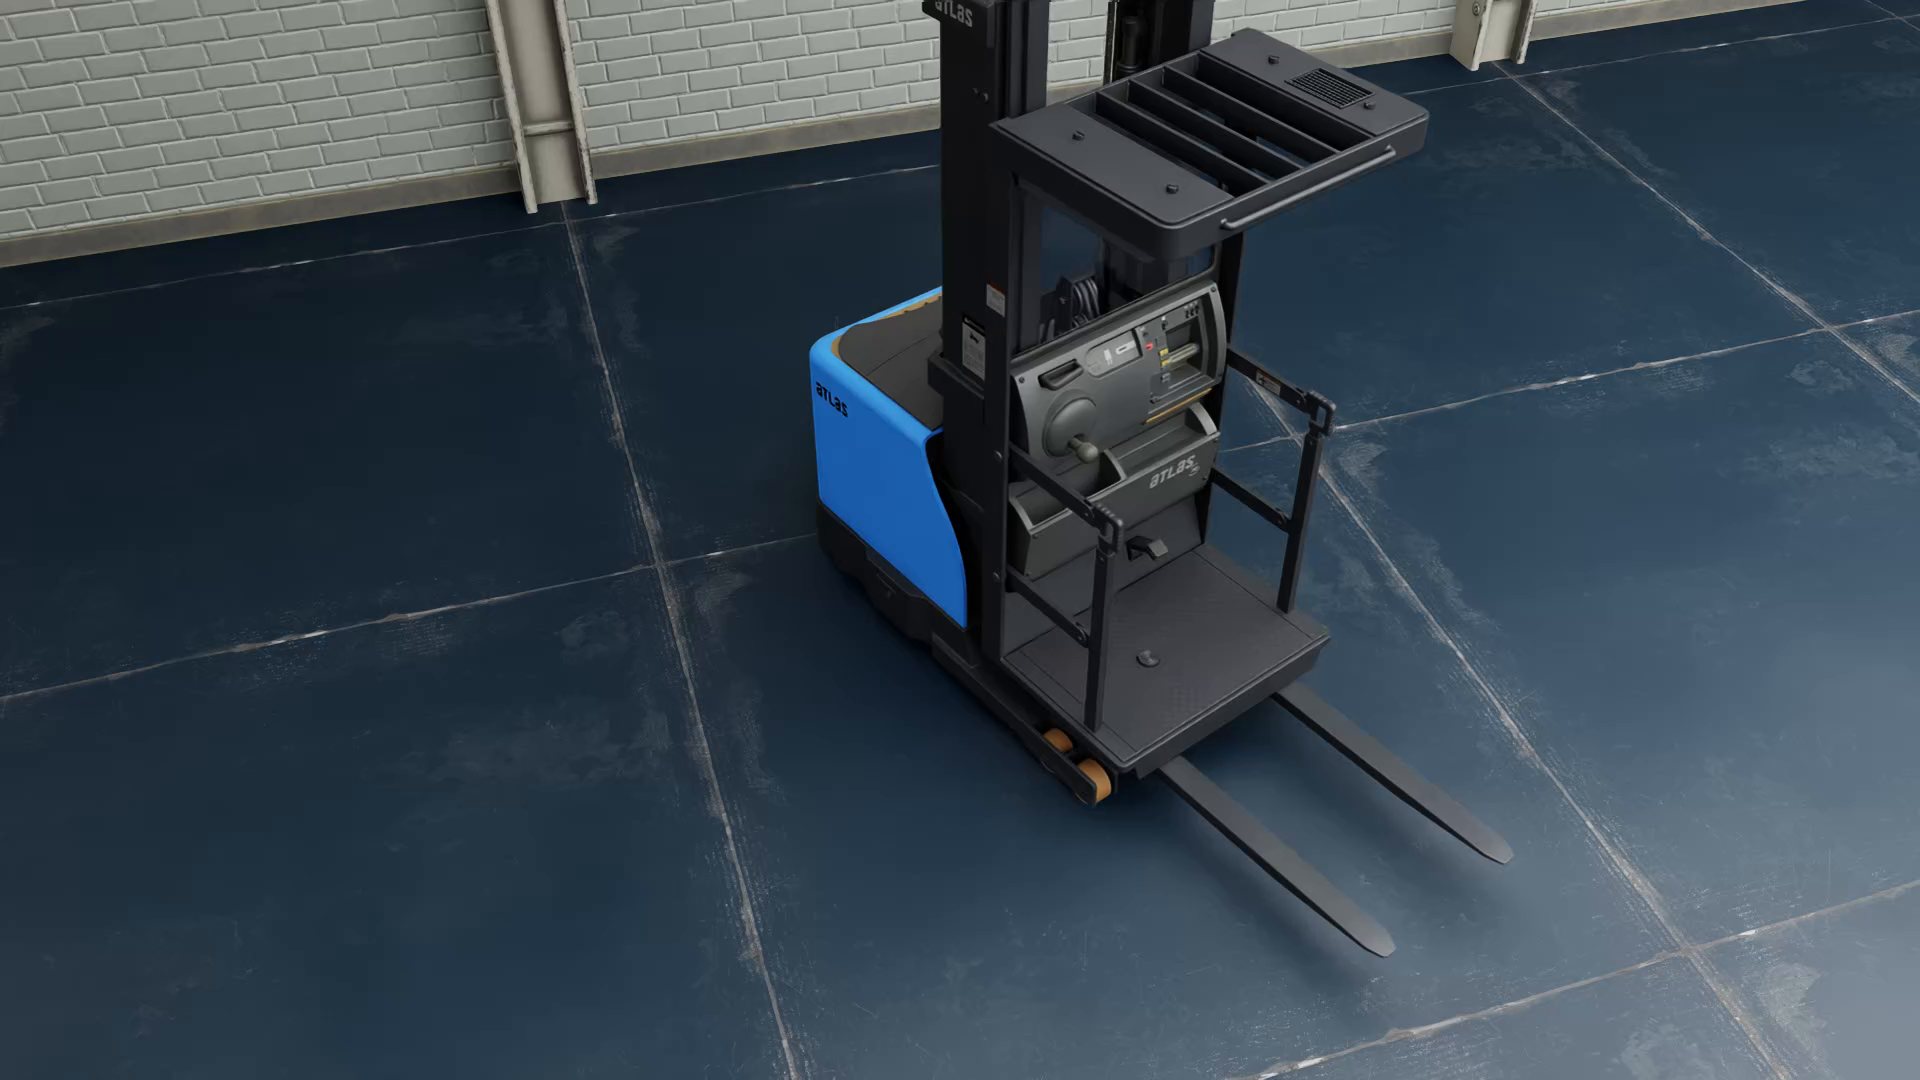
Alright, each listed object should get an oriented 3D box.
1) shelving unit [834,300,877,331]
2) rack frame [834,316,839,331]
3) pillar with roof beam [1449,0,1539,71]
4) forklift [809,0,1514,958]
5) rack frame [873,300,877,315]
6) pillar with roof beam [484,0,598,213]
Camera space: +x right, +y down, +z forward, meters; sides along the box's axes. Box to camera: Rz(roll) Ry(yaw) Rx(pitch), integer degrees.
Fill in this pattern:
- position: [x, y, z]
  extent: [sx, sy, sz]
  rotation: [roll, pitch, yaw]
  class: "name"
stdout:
- position: [-0.369, -0.576, 7.226]
  extent: [0.210, 0.900, 0.258]
  rotation: [-28, 49, -29]
  class: "shelving unit"
- position: [-0.447, -0.534, 7.177]
  extent: [0.006, 0.900, 0.240]
  rotation: [-28, 49, -29]
  class: "rack frame"
- position: [4.725, -3.845, 4.811]
  extent: [0.400, 9.000, 9.100]
  rotation: [-12, 42, -13]
  class: "pillar with roof beam"
- position: [0.697, -0.504, 5.599]
  extent: [1.130, 2.935, 3.031]
  rotation: [-27, 48, -28]
  class: "forklift"
- position: [-0.290, -0.619, 7.275]
  extent: [0.006, 0.900, 0.240]
  rotation: [-28, 49, -29]
  class: "rack frame"
- position: [-0.998, -2.659, 3.454]
  extent: [0.400, 9.000, 9.100]
  rotation: [-12, 42, -13]
  class: "pillar with roof beam"
